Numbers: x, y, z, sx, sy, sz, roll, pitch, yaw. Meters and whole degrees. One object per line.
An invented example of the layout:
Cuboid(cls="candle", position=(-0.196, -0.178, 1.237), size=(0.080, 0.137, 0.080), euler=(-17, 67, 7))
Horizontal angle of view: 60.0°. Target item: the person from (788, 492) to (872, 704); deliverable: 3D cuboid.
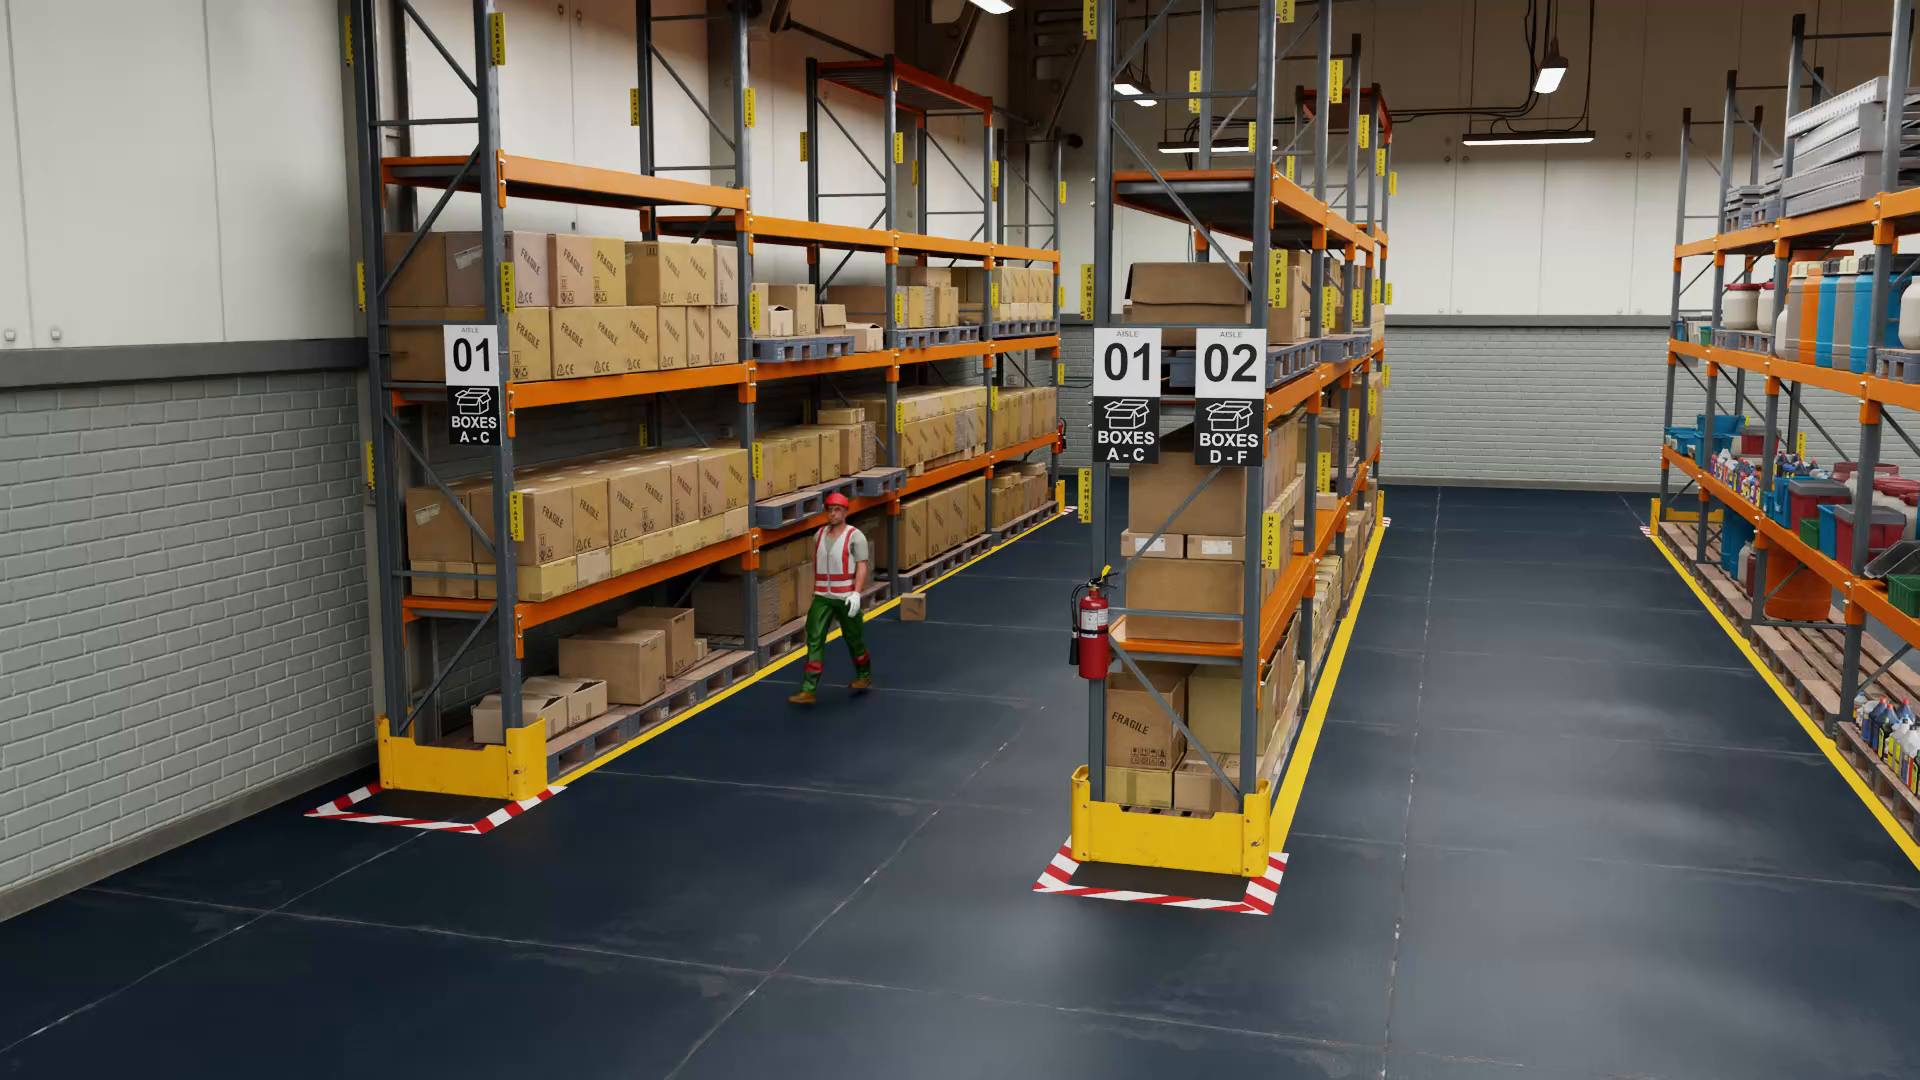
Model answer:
Cuboid(cls="person", position=(-1.060, 0.482, 13.922), size=(0.584, 1.742, 1.014), euler=(3, 9, 22))
